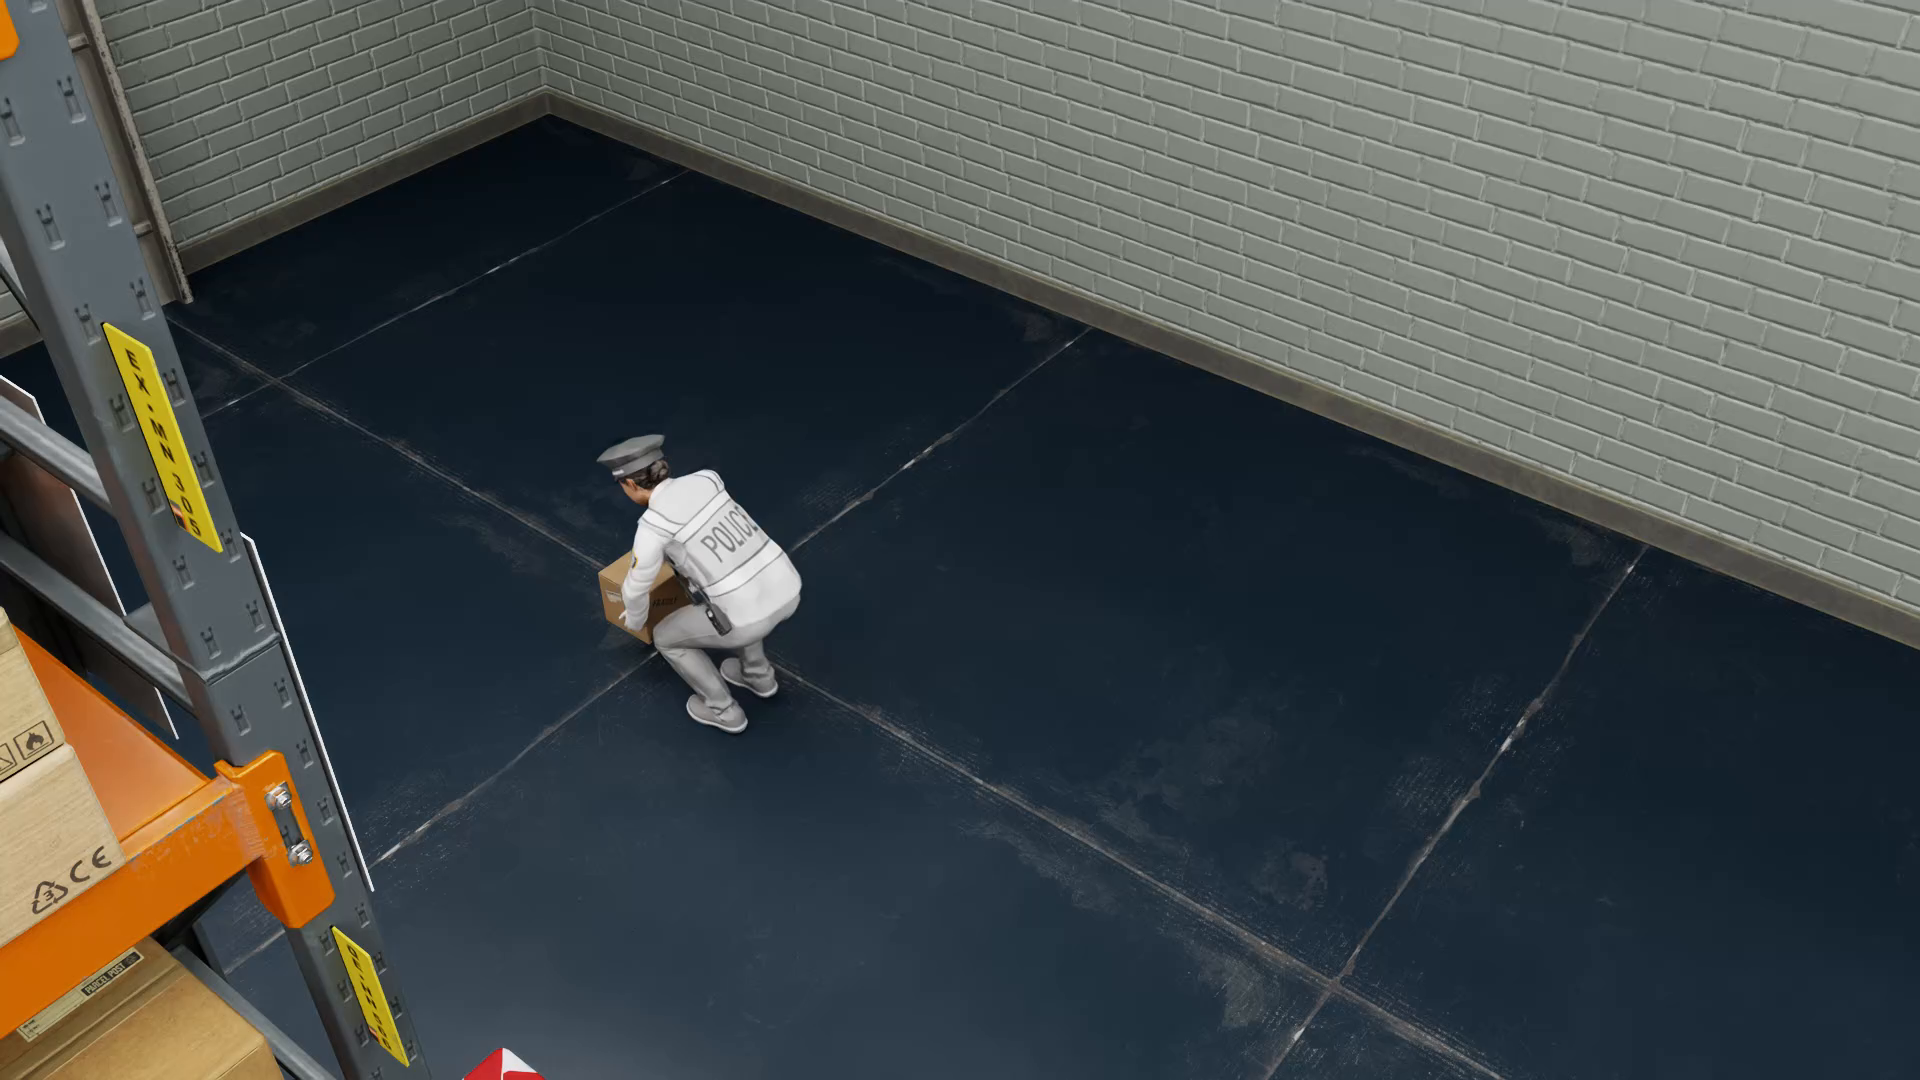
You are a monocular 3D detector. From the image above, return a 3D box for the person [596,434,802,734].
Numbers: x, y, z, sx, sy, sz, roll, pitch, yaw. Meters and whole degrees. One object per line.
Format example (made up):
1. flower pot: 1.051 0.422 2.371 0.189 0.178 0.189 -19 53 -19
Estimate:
1. person: -0.984 0.176 6.319 0.789 1.188 0.524 26 46 28
